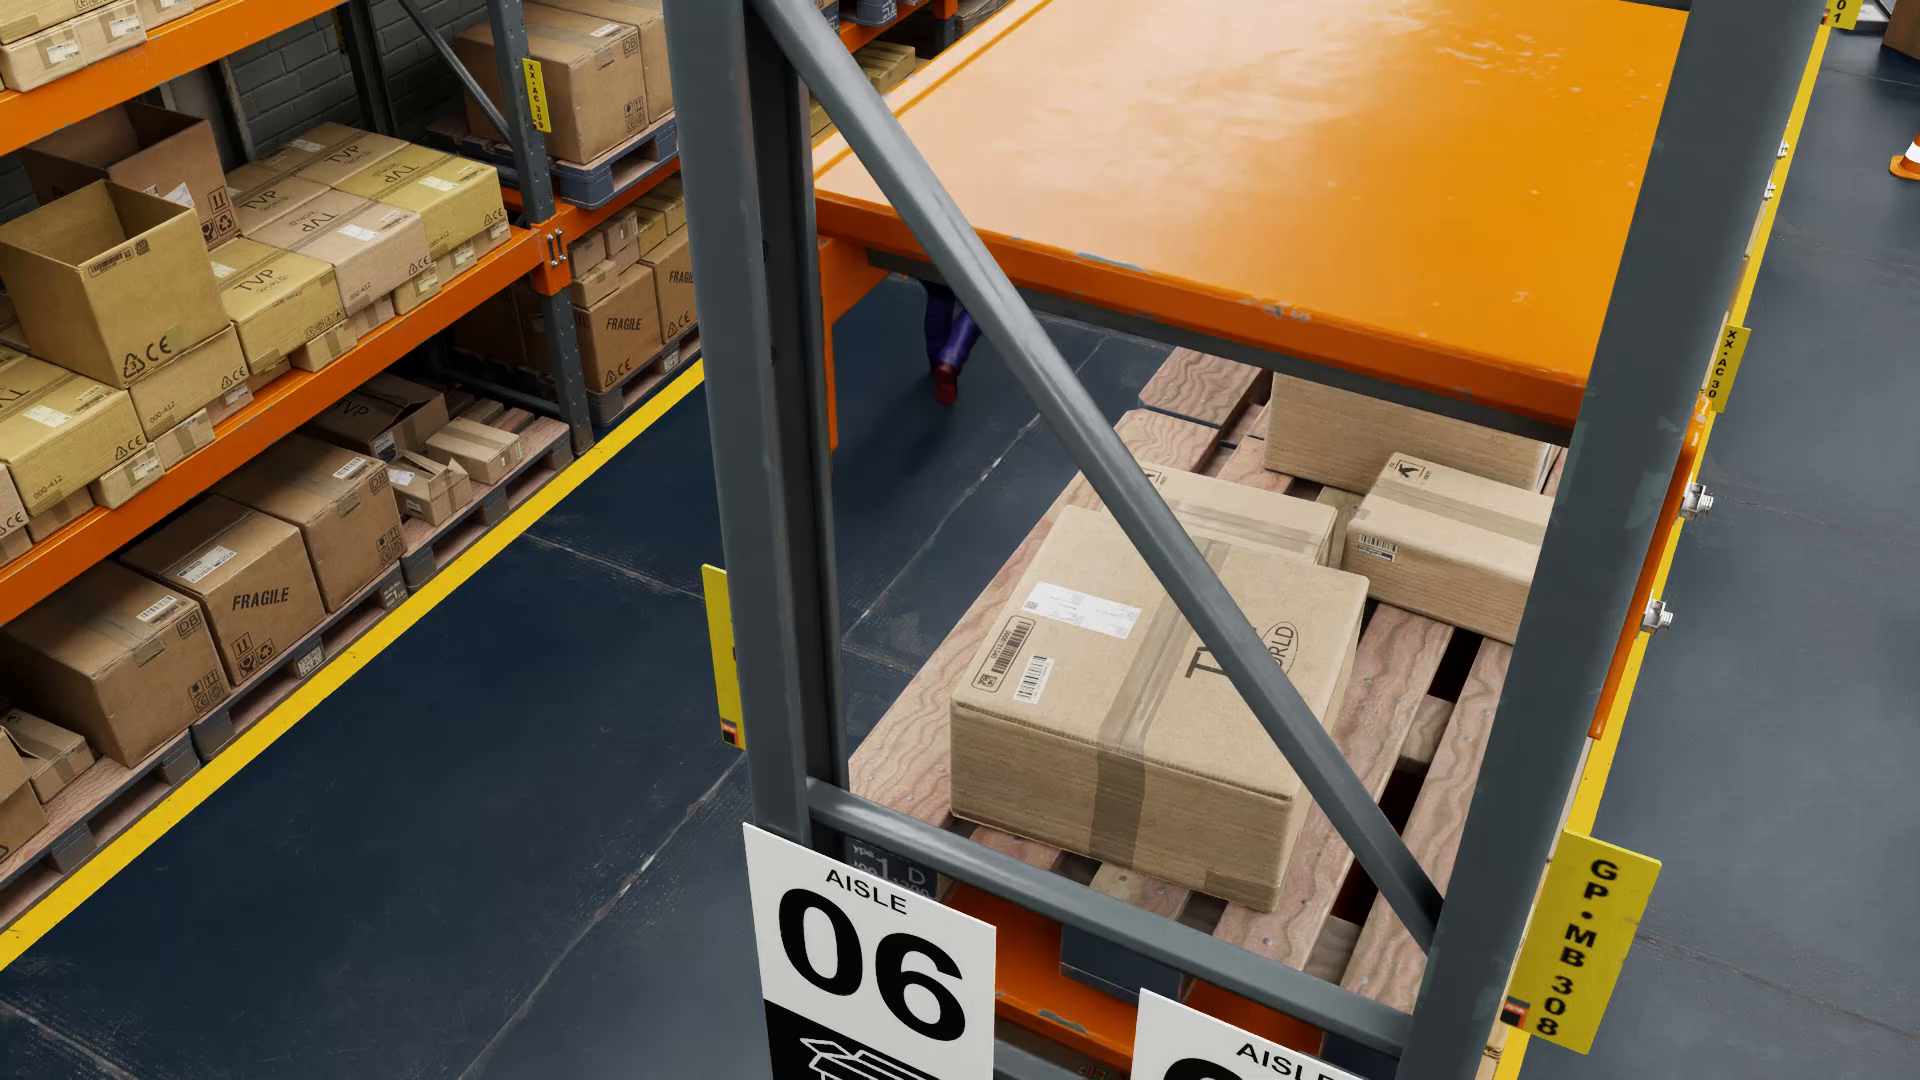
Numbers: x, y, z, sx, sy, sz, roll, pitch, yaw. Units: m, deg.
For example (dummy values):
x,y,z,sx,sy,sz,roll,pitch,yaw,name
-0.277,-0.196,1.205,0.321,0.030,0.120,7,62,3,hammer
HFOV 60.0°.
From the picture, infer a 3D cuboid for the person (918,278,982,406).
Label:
x,y,z,sx,sy,sz,roll,pitch,yaw,name
-0.064,-1.473,8.523,0.498,1.617,0.654,14,40,17,person
